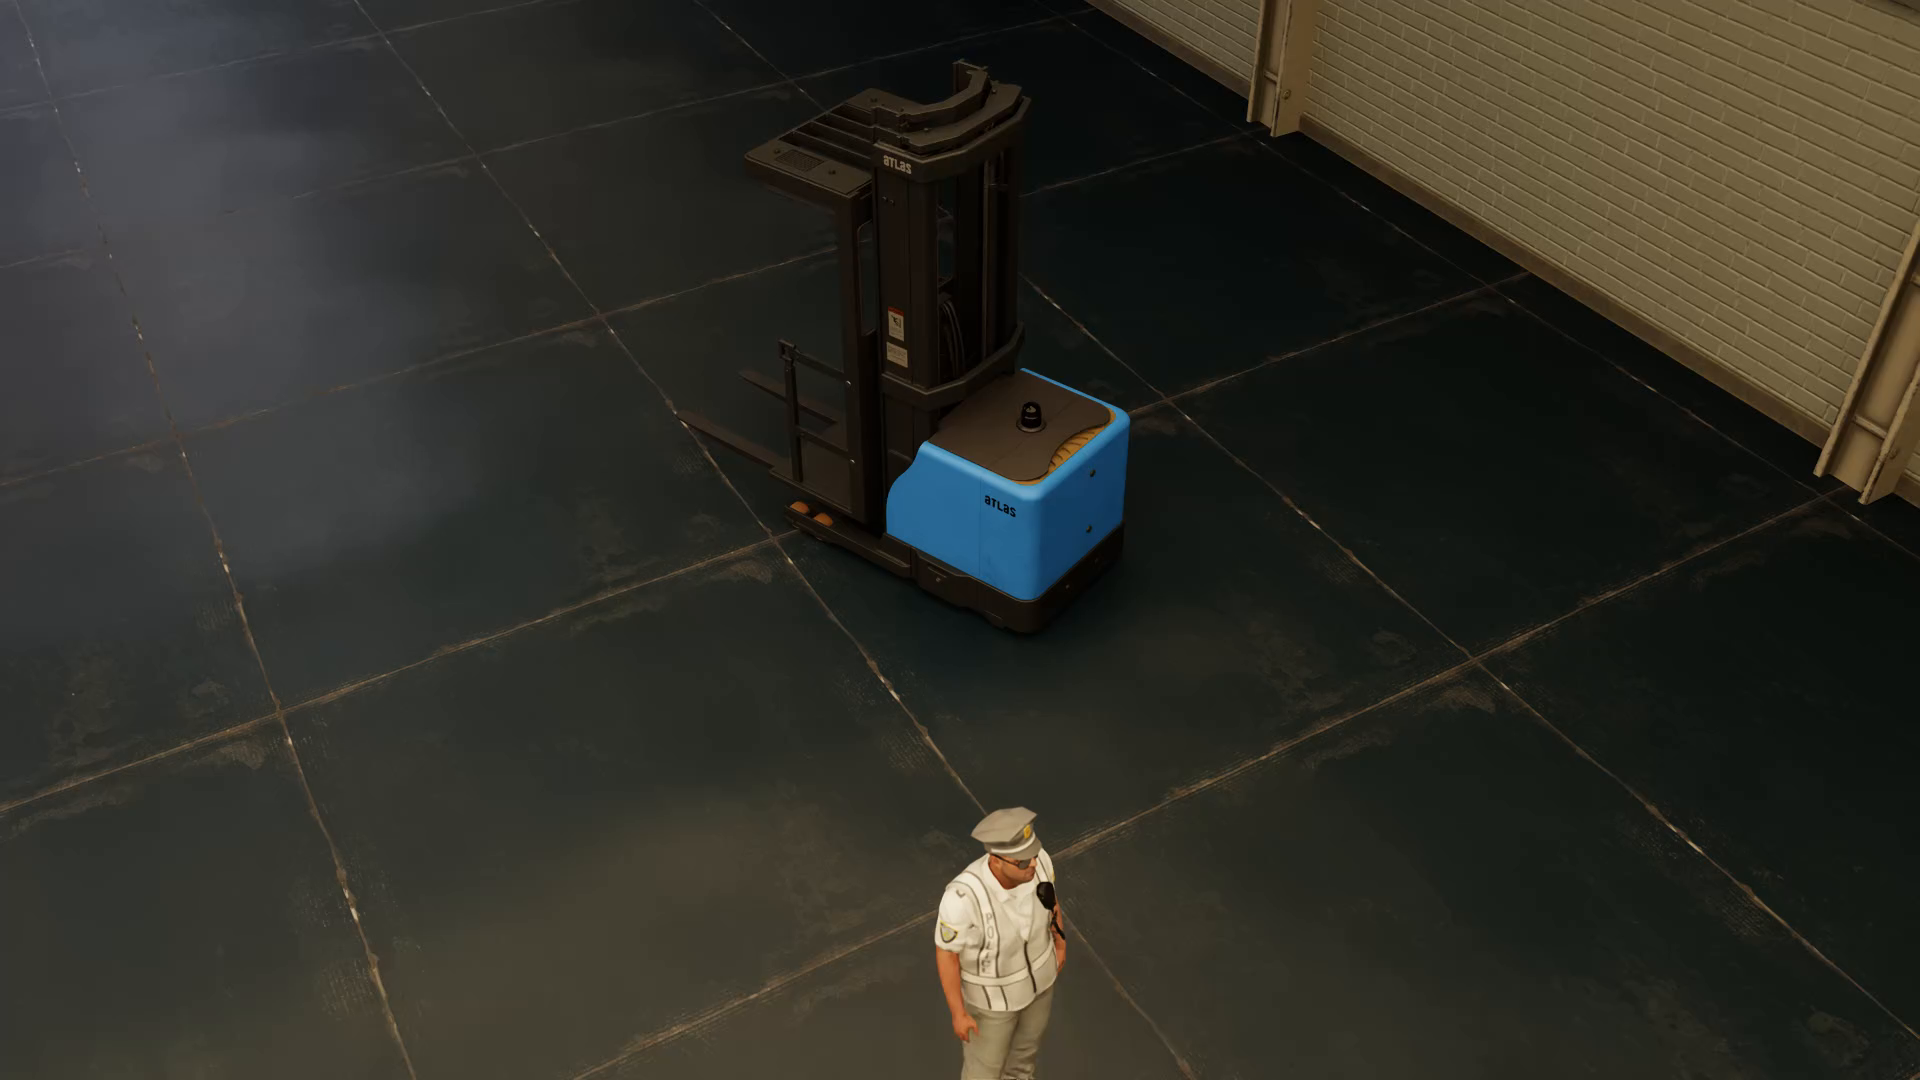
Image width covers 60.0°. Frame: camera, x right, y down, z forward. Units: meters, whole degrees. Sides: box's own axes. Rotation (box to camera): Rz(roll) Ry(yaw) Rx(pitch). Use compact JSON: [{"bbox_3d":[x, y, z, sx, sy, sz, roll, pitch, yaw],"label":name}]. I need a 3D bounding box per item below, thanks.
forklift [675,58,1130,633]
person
[{"bbox_3d":[-0.481,-1.366,9.683,3.031,2.935,1.130,26,46,28],"label":"forklift"},{"bbox_3d":[0.233,1.813,6.749,0.628,1.789,0.548,-28,47,-30],"label":"person"}]
